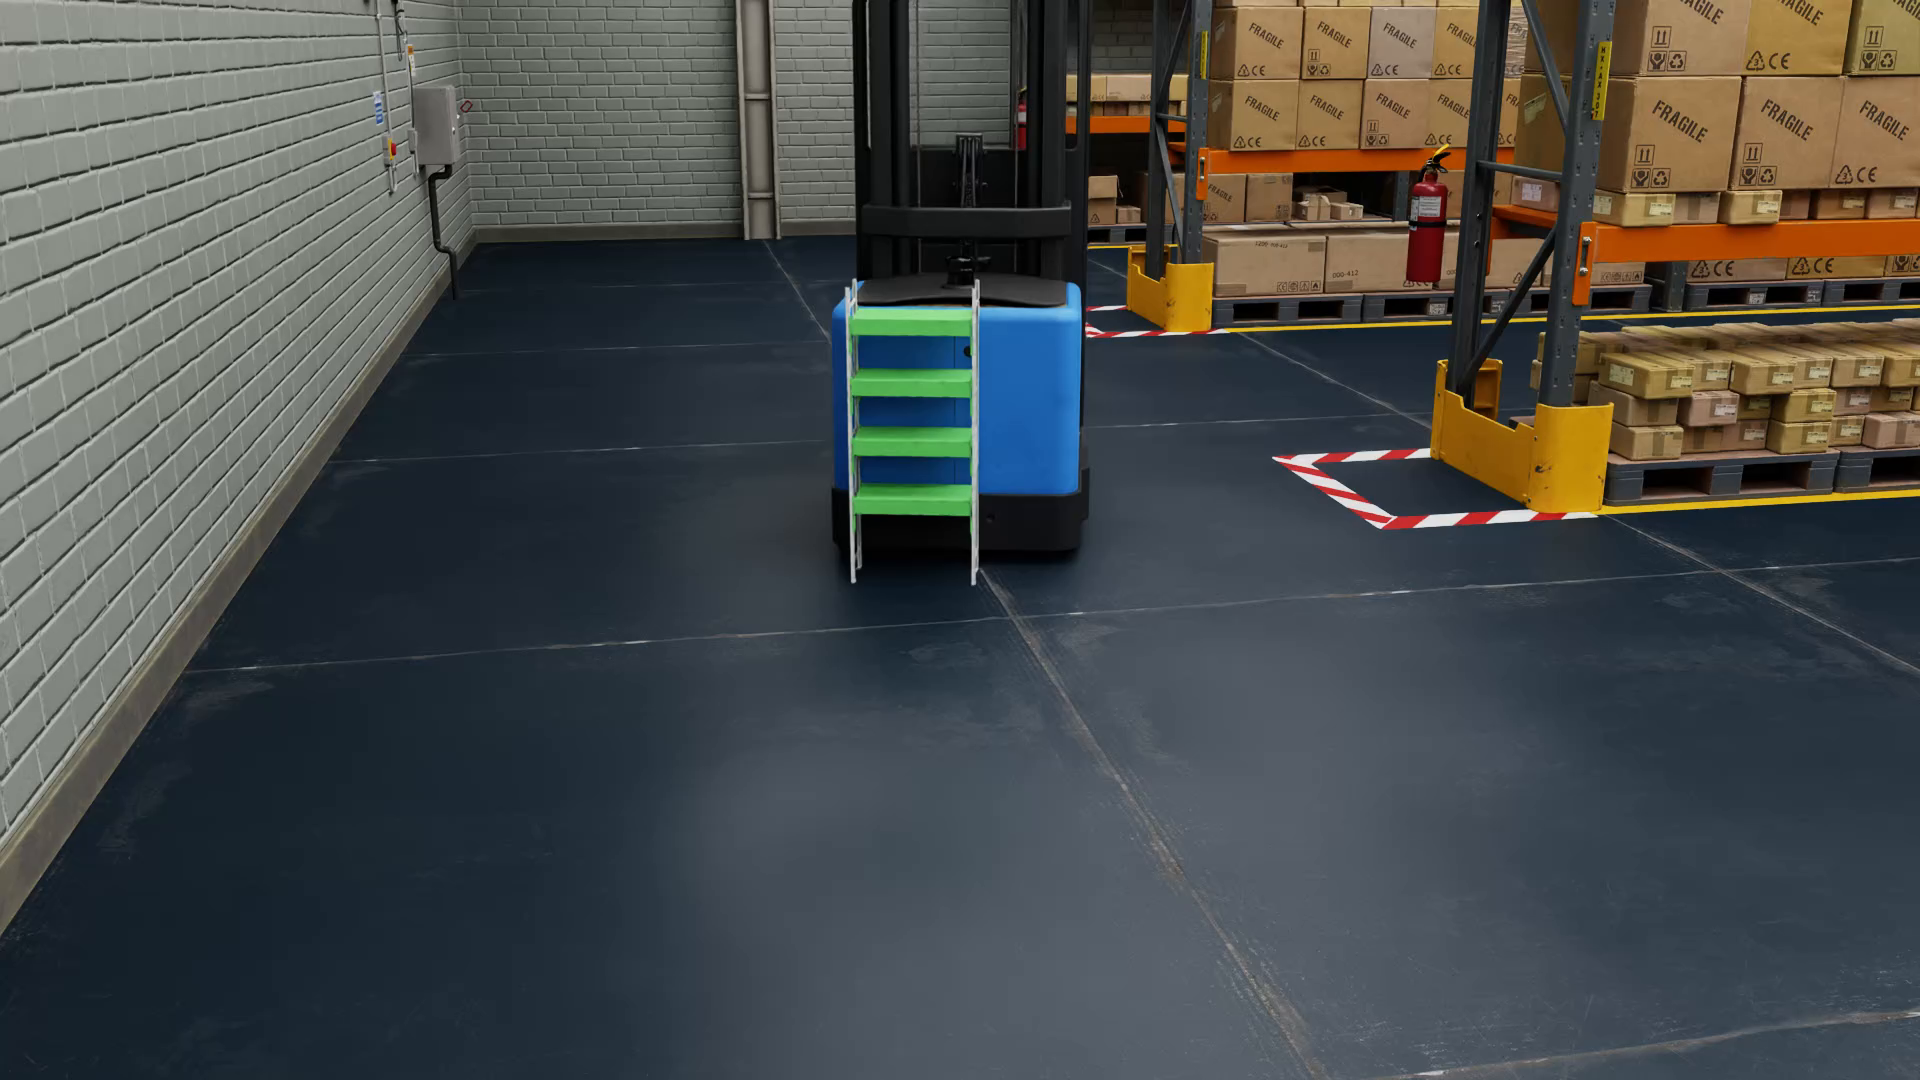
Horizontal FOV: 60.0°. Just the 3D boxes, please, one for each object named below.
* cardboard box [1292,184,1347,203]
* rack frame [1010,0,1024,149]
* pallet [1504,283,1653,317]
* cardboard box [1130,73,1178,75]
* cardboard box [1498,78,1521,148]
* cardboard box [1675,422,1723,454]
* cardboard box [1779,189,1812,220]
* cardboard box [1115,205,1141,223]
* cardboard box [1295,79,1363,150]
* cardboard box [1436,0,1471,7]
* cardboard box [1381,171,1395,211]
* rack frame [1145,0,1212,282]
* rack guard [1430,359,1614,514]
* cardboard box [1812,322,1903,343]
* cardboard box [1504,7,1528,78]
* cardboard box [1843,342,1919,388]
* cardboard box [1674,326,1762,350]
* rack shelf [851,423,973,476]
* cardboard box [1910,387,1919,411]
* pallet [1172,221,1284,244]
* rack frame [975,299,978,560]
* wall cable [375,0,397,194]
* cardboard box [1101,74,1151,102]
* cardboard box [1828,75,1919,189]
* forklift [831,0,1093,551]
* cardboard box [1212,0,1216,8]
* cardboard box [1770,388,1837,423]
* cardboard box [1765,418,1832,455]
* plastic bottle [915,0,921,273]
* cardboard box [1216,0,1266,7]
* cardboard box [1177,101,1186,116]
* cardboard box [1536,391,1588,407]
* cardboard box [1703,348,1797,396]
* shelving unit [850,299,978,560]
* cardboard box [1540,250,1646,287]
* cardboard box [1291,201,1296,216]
[{"bbox_3d":[3.917,-3.748,18.268,0.500,0.311,0.500,-3,17,-8],"label":"cardboard box"},{"bbox_3d":[0.683,-4.578,17.108,0.127,3.000,1.000,-3,17,-10],"label":"rack frame"},{"bbox_3d":[4.794,-2.017,13.520,1.213,0.211,1.003,-3,17,-10],"label":"pallet"},{"bbox_3d":[2.078,-4.805,17.596,0.500,0.250,0.500,-3,17,-9],"label":"cardboard box"},{"bbox_3d":[4.153,-3.256,12.633,0.500,0.500,0.500,-4,17,-11],"label":"cardboard box"},{"bbox_3d":[3.483,-0.539,8.098,0.250,0.149,0.380,-3,17,-11],"label":"cardboard box"},{"bbox_3d":[3.791,-1.609,7.869,0.250,0.149,0.380,-2,17,-8],"label":"cardboard box"},{"bbox_3d":[1.726,-3.435,17.527,0.250,0.149,0.380,-4,18,-13],"label":"cardboard box"},{"bbox_3d":[3.359,-3.350,10.131,1.047,2.149,4.883,-3,17,-11],"label":"cardboard box"},{"bbox_3d":[3.560,-3.997,12.239,0.250,0.149,0.380,-4,17,-12],"label":"cardboard box"},{"bbox_3d":[5.036,-3.919,18.505,0.500,0.500,0.500,-3,17,-11],"label":"cardboard box"},{"bbox_3d":[1.628,-3.147,12.450,0.127,3.000,1.000,-3,17,-10],"label":"rack frame"},{"bbox_3d":[2.741,-0.535,8.203,0.348,0.500,1.175,-3,17,-10],"label":"rack guard"},{"bbox_3d":[4.677,-1.032,8.690,0.250,0.149,0.380,-3,17,-10],"label":"cardboard box"},{"bbox_3d":[4.147,-3.733,12.483,0.500,0.500,0.500,-3,17,-10],"label":"cardboard box"},{"bbox_3d":[4.534,-0.858,8.125,0.250,0.149,0.380,-3,17,-10],"label":"cardboard box"},{"bbox_3d":[3.892,-0.995,8.571,0.250,0.149,0.380,-4,18,-13],"label":"cardboard box"},{"bbox_3d":[-0.183,-0.364,6.671,0.480,0.148,0.258,1,17,3],"label":"rack shelf"},{"bbox_3d":[4.773,-0.764,8.323,0.276,0.149,0.397,-4,17,-12],"label":"cardboard box"},{"bbox_3d":[2.735,-3.361,17.894,1.213,0.211,1.003,-3,17,-10],"label":"pallet"},{"bbox_3d":[0.061,-0.421,6.639,0.006,1.046,0.228,1,17,3],"label":"rack frame"},{"bbox_3d":[-3.904,-3.327,11.251,0.123,1.953,0.585,-3,17,-10],"label":"wall cable"},{"bbox_3d":[1.674,-4.624,17.007,0.500,0.250,0.500,-3,17,-10],"label":"cardboard box"},{"bbox_3d":[4.163,-1.922,7.784,0.500,0.500,0.500,-3,17,-10],"label":"cardboard box"},{"bbox_3d":[0.071,-1.737,7.976,1.130,2.935,3.031,1,17,3],"label":"forklift"},{"bbox_3d":[1.942,-4.061,12.446,0.250,0.149,0.380,-3,17,-10],"label":"cardboard box"},{"bbox_3d":[4.005,-0.682,8.058,0.250,0.149,0.380,-3,17,-9],"label":"cardboard box"},{"bbox_3d":[3.997,-0.537,8.093,0.250,0.149,0.380,-3,17,-10],"label":"cardboard box"},{"bbox_3d":[6.958,-2.081,8.980,14.964,2.616,20.093,-3,17,-10],"label":"plastic bottle"},{"bbox_3d":[2.029,-3.923,11.998,0.250,0.149,0.380,-3,17,-9],"label":"cardboard box"},{"bbox_3d":[2.332,-4.454,17.134,0.250,0.149,0.380,-4,17,-12],"label":"cardboard box"},{"bbox_3d":[3.143,-0.653,8.470,0.250,0.149,0.380,-3,17,-10],"label":"cardboard box"},{"bbox_3d":[3.765,-0.807,7.956,0.250,0.149,0.380,-3,17,-11],"label":"cardboard box"},{"bbox_3d":[-0.179,-0.425,6.652,0.487,1.046,0.258,1,17,3],"label":"shelving unit"},{"bbox_3d":[4.918,-2.342,13.476,0.875,0.438,0.875,-3,17,-11],"label":"cardboard box"},{"bbox_3d":[3.491,-3.646,18.213,0.250,0.149,0.380,-3,17,-11],"label":"cardboard box"}]
